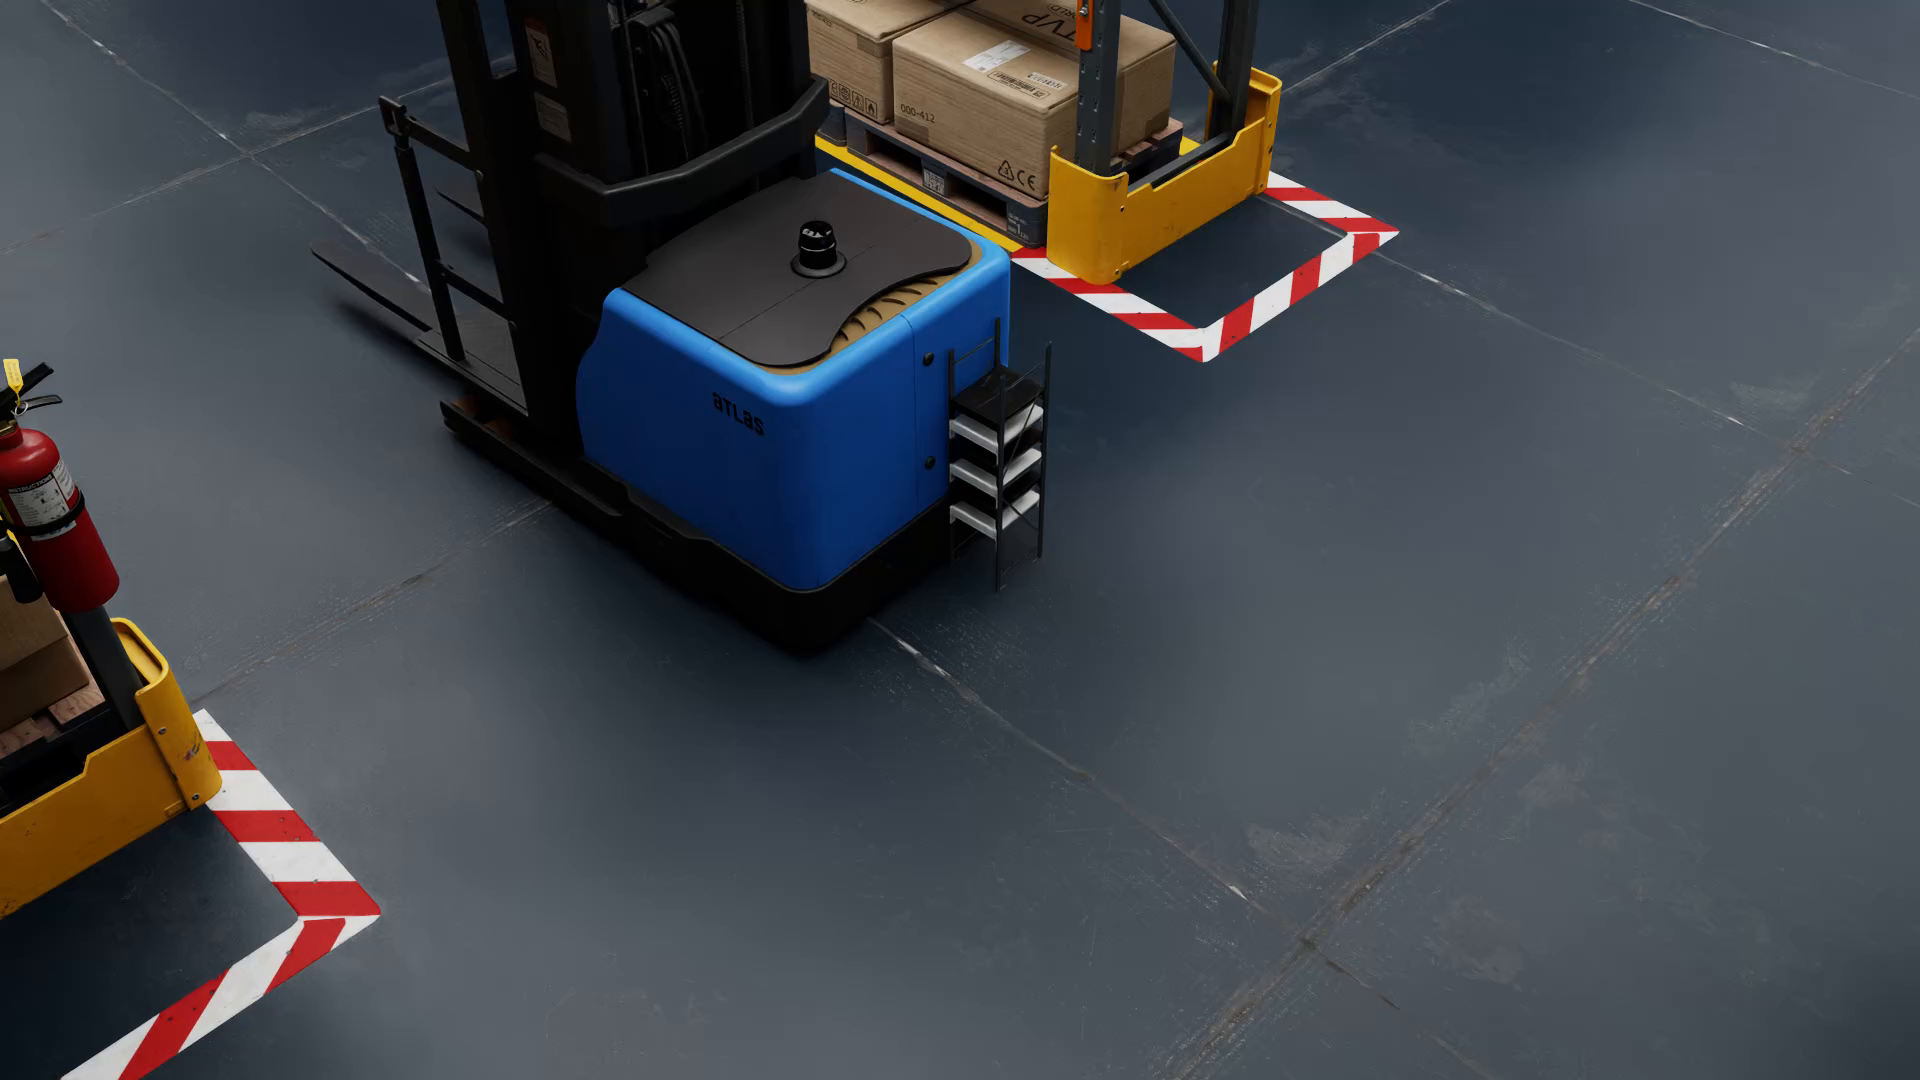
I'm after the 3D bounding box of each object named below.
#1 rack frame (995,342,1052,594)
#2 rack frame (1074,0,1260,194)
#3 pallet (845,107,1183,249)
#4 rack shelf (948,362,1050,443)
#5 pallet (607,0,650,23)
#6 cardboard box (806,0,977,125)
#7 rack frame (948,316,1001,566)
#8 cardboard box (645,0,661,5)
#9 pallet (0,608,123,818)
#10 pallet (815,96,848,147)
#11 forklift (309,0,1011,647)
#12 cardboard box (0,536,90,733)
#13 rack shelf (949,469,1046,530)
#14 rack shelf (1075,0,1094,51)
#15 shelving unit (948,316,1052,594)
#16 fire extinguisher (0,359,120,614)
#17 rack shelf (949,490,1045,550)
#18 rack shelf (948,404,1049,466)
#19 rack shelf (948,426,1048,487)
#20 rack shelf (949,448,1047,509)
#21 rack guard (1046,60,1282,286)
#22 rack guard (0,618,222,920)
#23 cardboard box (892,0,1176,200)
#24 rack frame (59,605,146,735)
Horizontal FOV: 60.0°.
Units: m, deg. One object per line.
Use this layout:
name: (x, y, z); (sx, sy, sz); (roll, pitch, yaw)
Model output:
rack frame: (0.199, -0.213, 5.318); (0.006, 0.900, 0.240); (31, 51, 29)
rack frame: (0.857, -2.512, 6.258); (1.000, 3.000, 0.127); (-34, 53, -31)
pallet: (0.237, -1.834, 7.579); (1.003, 0.211, 1.213); (-34, 53, -31)
rack shelf: (0.123, -0.433, 5.206); (0.200, 0.077, 0.258); (31, 51, 29)
pallet: (-1.486, -3.007, 8.848); (1.003, 0.211, 1.213); (-34, 53, -31)
cardboard box: (-0.332, -2.430, 7.748); (0.875, 0.438, 0.875); (-33, 52, -30)
rack frame: (0.046, -0.304, 5.416); (0.006, 0.900, 0.240); (31, 51, 29)
cardboard box: (-0.968, -2.864, 8.217); (0.875, 0.438, 0.875); (33, 52, 30)
pallet: (-3.272, 0.474, 5.081); (1.003, 0.211, 1.213); (-34, 53, -31)
pallet: (-0.620, -2.420, 8.214); (1.003, 0.211, 1.213); (-34, 53, -31)
forklift: (-1.268, -1.598, 5.320); (3.031, 2.935, 1.130); (31, 51, 29)
cardboard box: (-3.020, 0.292, 4.753); (0.637, 0.503, 0.797); (32, 52, 30)
rack shelf: (0.123, -0.168, 5.451); (0.200, 0.077, 0.258); (31, 51, 29)
rack shelf: (-0.555, -3.208, 7.542); (1.077, 0.370, 4.000); (-34, 53, -31)
shelving unit: (0.123, -0.259, 5.367); (0.210, 0.900, 0.258); (31, 51, 29)
fire extinguisher: (-2.224, -0.116, 3.997); (0.296, 0.674, 0.183); (-34, 53, -31)
rack shelf: (0.123, -0.102, 5.512); (0.200, 0.077, 0.258); (31, 51, 29)
rack shelf: (0.123, -0.367, 5.267); (0.200, 0.077, 0.258); (31, 51, 29)
rack shelf: (0.123, -0.300, 5.329); (0.200, 0.077, 0.258); (31, 51, 29)
rack shelf: (0.123, -0.234, 5.390); (0.200, 0.077, 0.258); (31, 51, 29)
rack guard: (0.874, -1.582, 7.094); (1.175, 0.500, 0.348); (-34, 53, -31)
rack guard: (-2.708, 0.751, 4.569); (1.175, 0.500, 0.348); (-34, 53, -31)
cardboard box: (0.320, -1.994, 7.276); (0.875, 0.438, 0.875); (32, 52, 30)
rack frame: (-2.655, -0.131, 3.681); (1.000, 3.000, 0.127); (-34, 53, -31)
